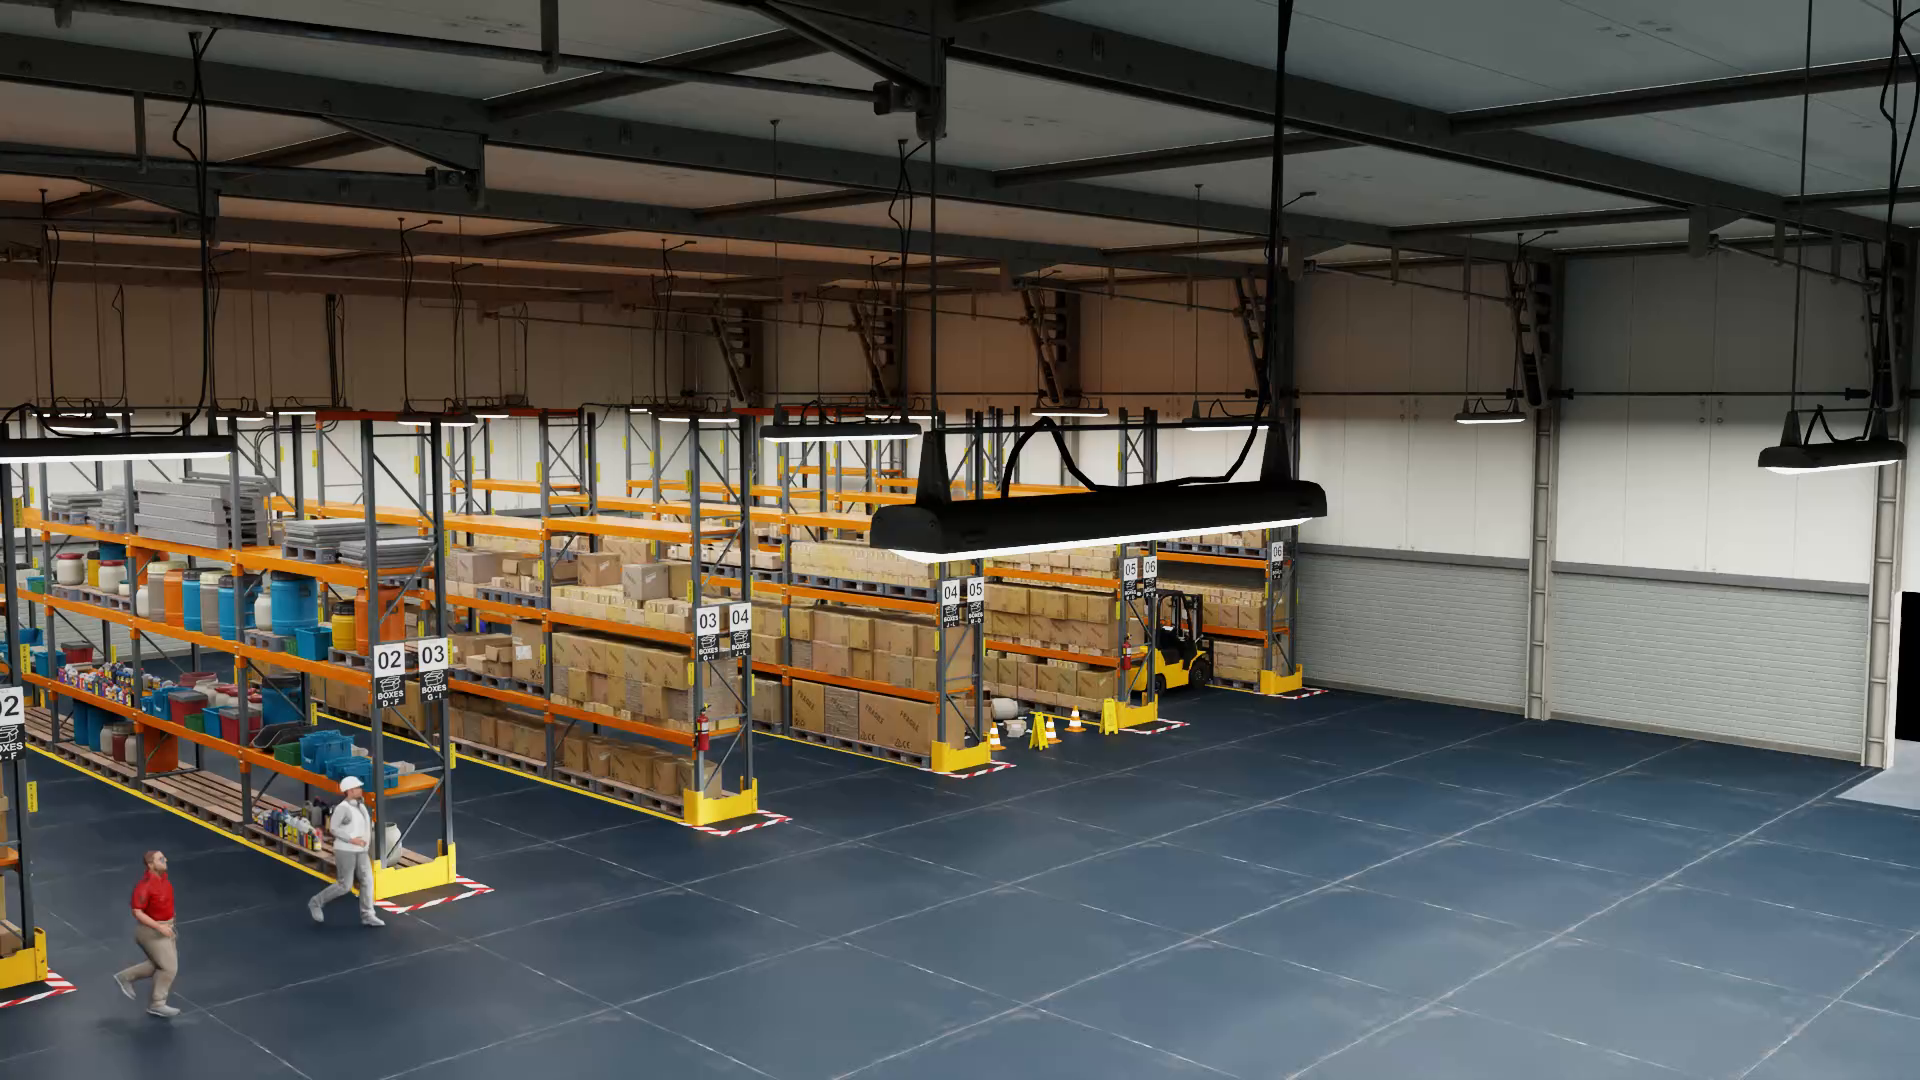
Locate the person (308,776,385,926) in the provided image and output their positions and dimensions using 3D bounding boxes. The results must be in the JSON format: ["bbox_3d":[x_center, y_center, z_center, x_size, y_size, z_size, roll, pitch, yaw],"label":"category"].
[{"bbox_3d":[-7.243,3.695,19.876,0.936,1.735,0.718,1,5,11],"label":"person"}]

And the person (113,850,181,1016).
[{"bbox_3d":[-8.298,3.999,16.941,0.664,1.716,0.678,-1,5,-11],"label":"person"}]

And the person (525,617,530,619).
[{"bbox_3d":[-8.840,2.459,34.226,0.685,1.742,0.692,-4,7,-41],"label":"person"}]

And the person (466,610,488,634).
[{"bbox_3d":[-10.422,2.338,35.870,0.588,1.670,0.911,-5,7,-42],"label":"person"}]
